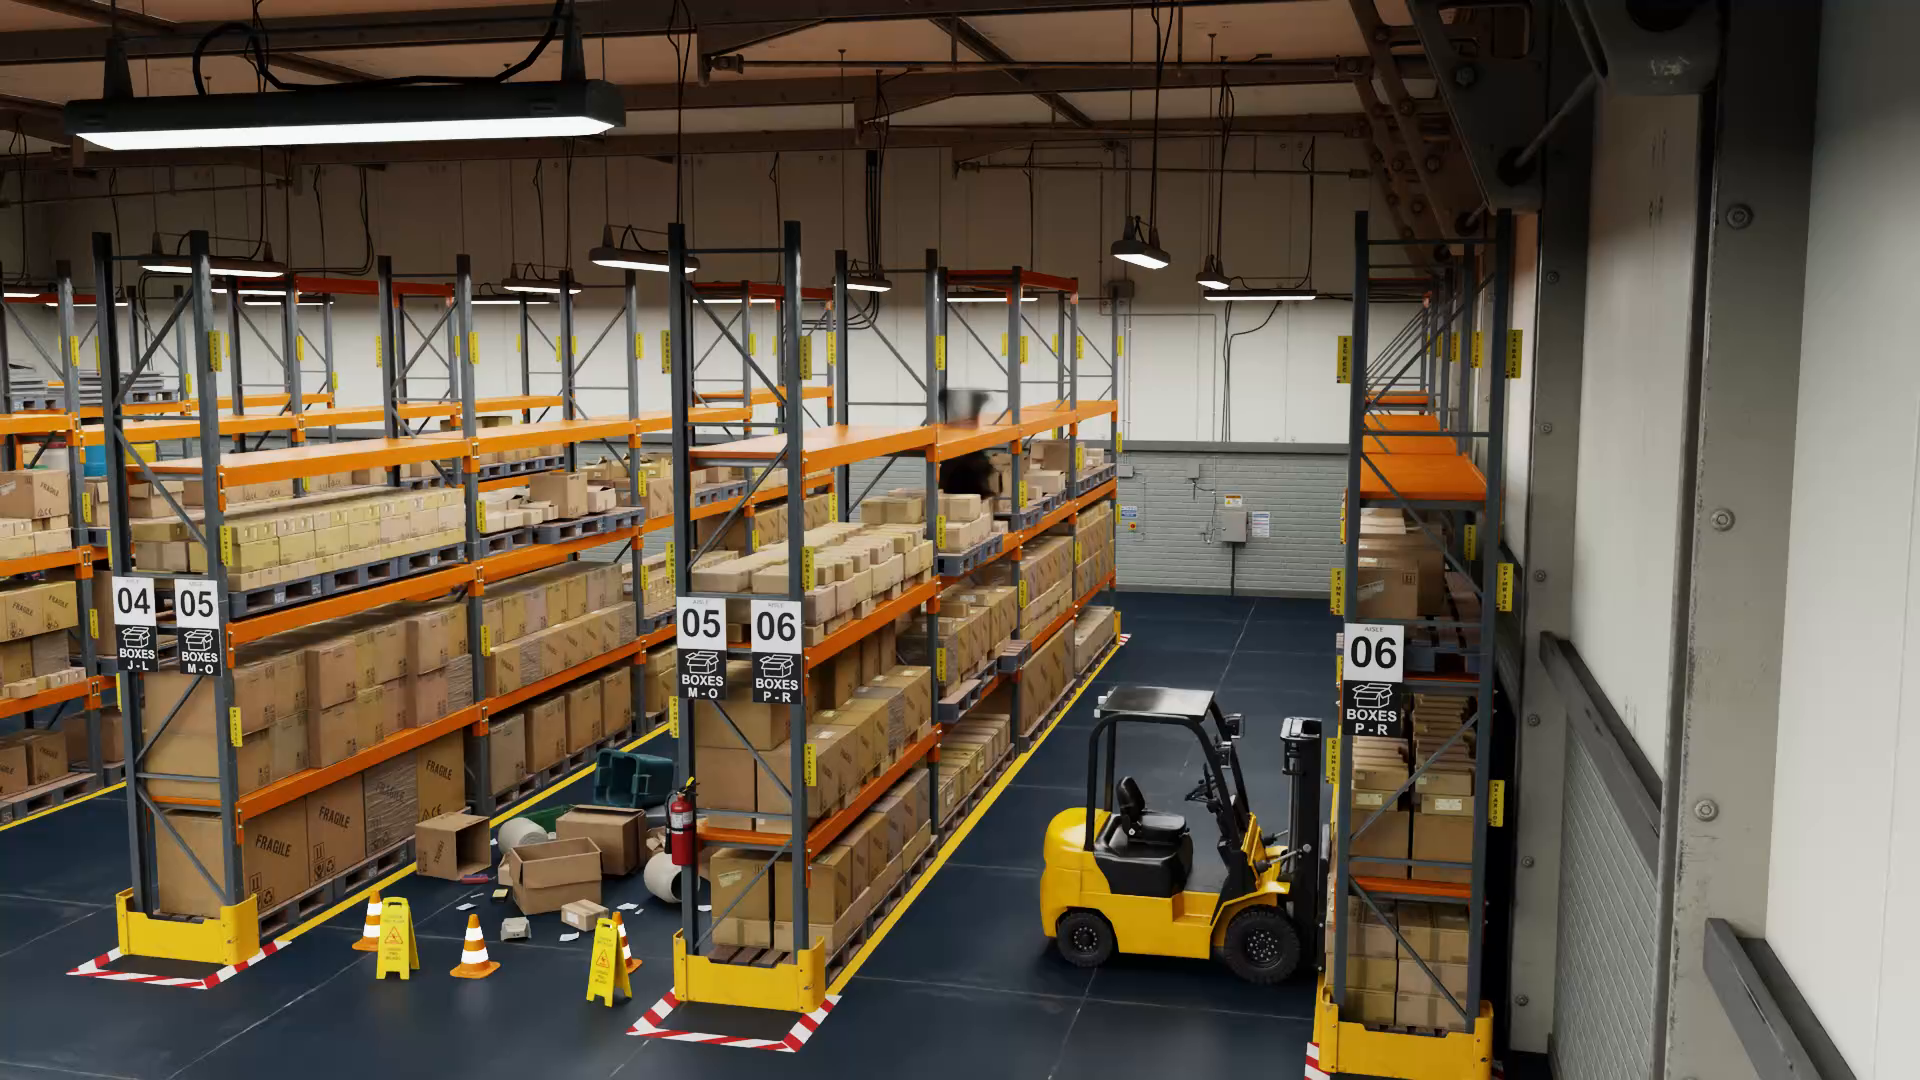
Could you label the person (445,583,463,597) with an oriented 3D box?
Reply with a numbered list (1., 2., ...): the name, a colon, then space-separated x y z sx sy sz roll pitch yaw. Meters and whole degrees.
1. person: -7.340 1.359 24.588 0.569 1.699 0.898 2 7 19
